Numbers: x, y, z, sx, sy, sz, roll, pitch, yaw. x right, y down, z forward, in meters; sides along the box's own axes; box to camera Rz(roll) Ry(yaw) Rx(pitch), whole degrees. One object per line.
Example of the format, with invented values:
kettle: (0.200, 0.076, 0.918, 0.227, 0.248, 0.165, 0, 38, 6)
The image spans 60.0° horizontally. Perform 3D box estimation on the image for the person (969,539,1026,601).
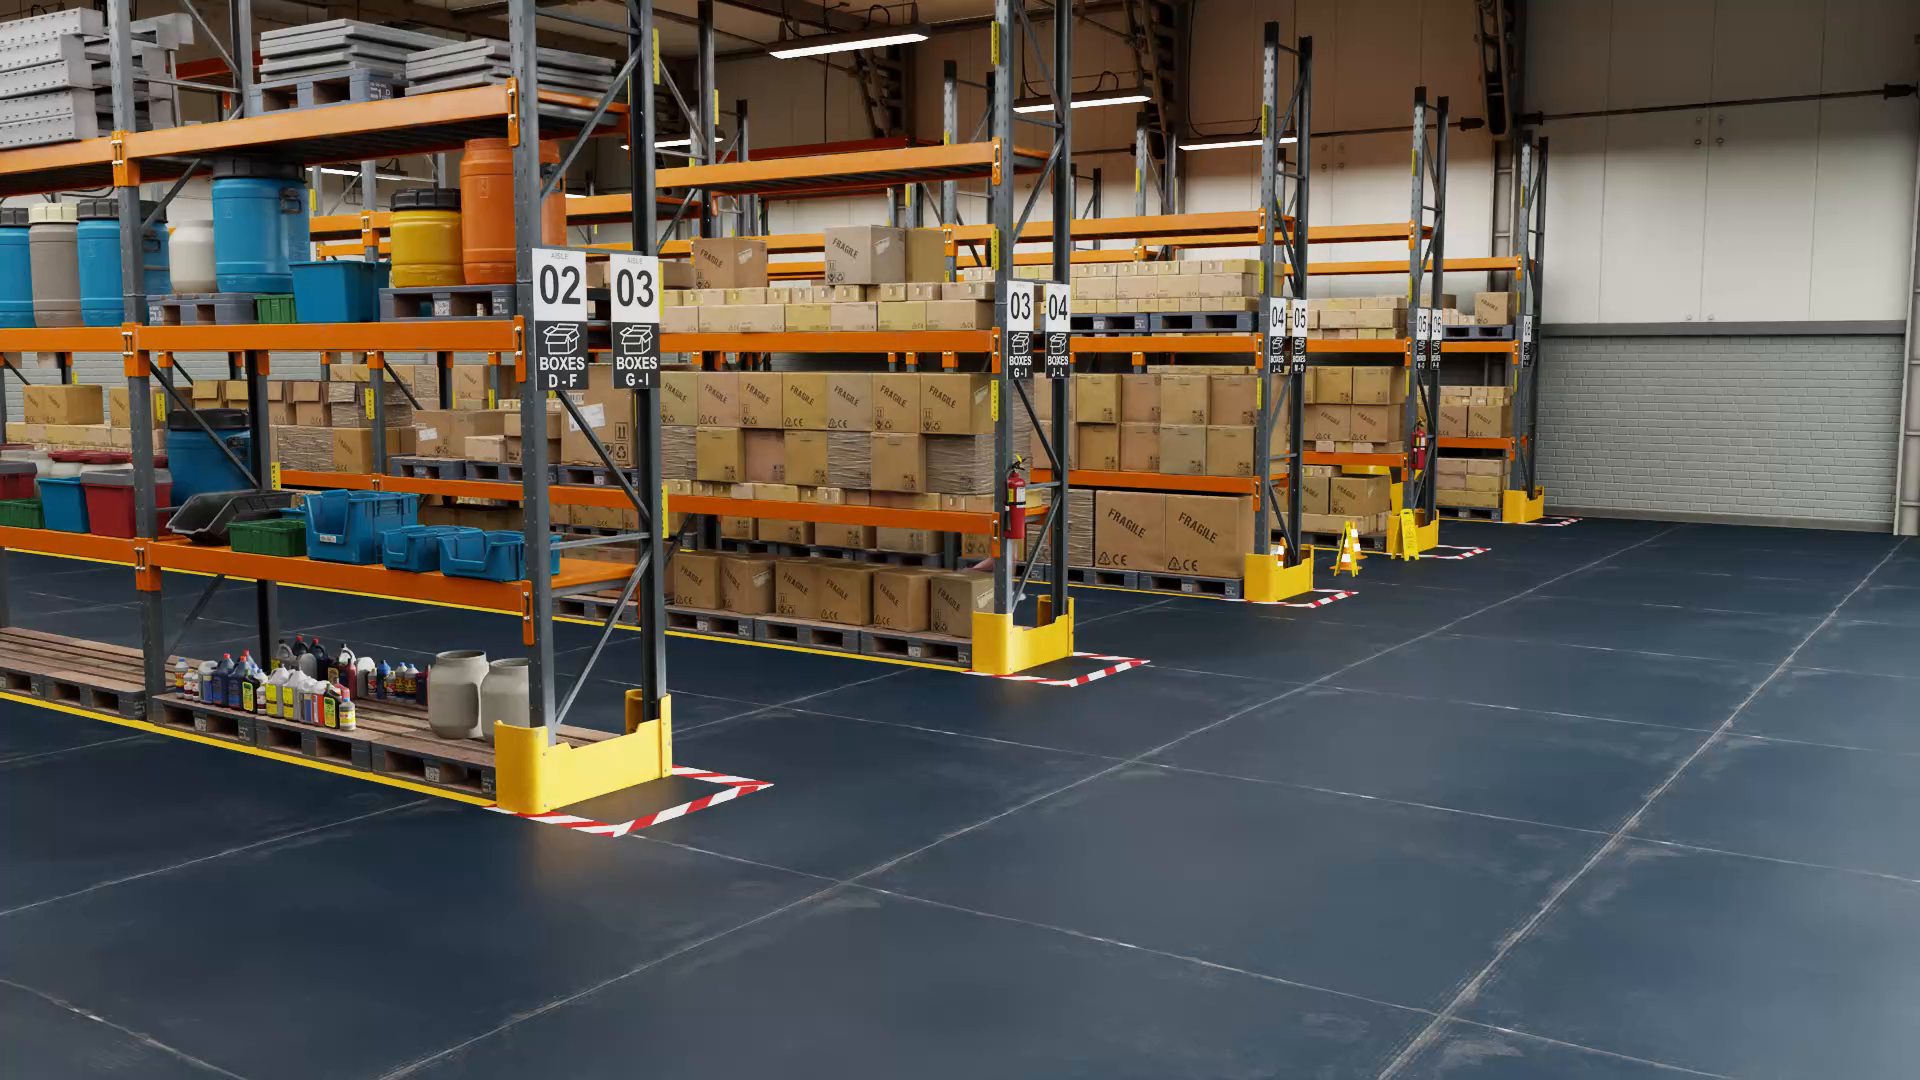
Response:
person: (0.375, -0.184, 17.437, 0.632, 1.657, 0.455, 2, 7, 13)
